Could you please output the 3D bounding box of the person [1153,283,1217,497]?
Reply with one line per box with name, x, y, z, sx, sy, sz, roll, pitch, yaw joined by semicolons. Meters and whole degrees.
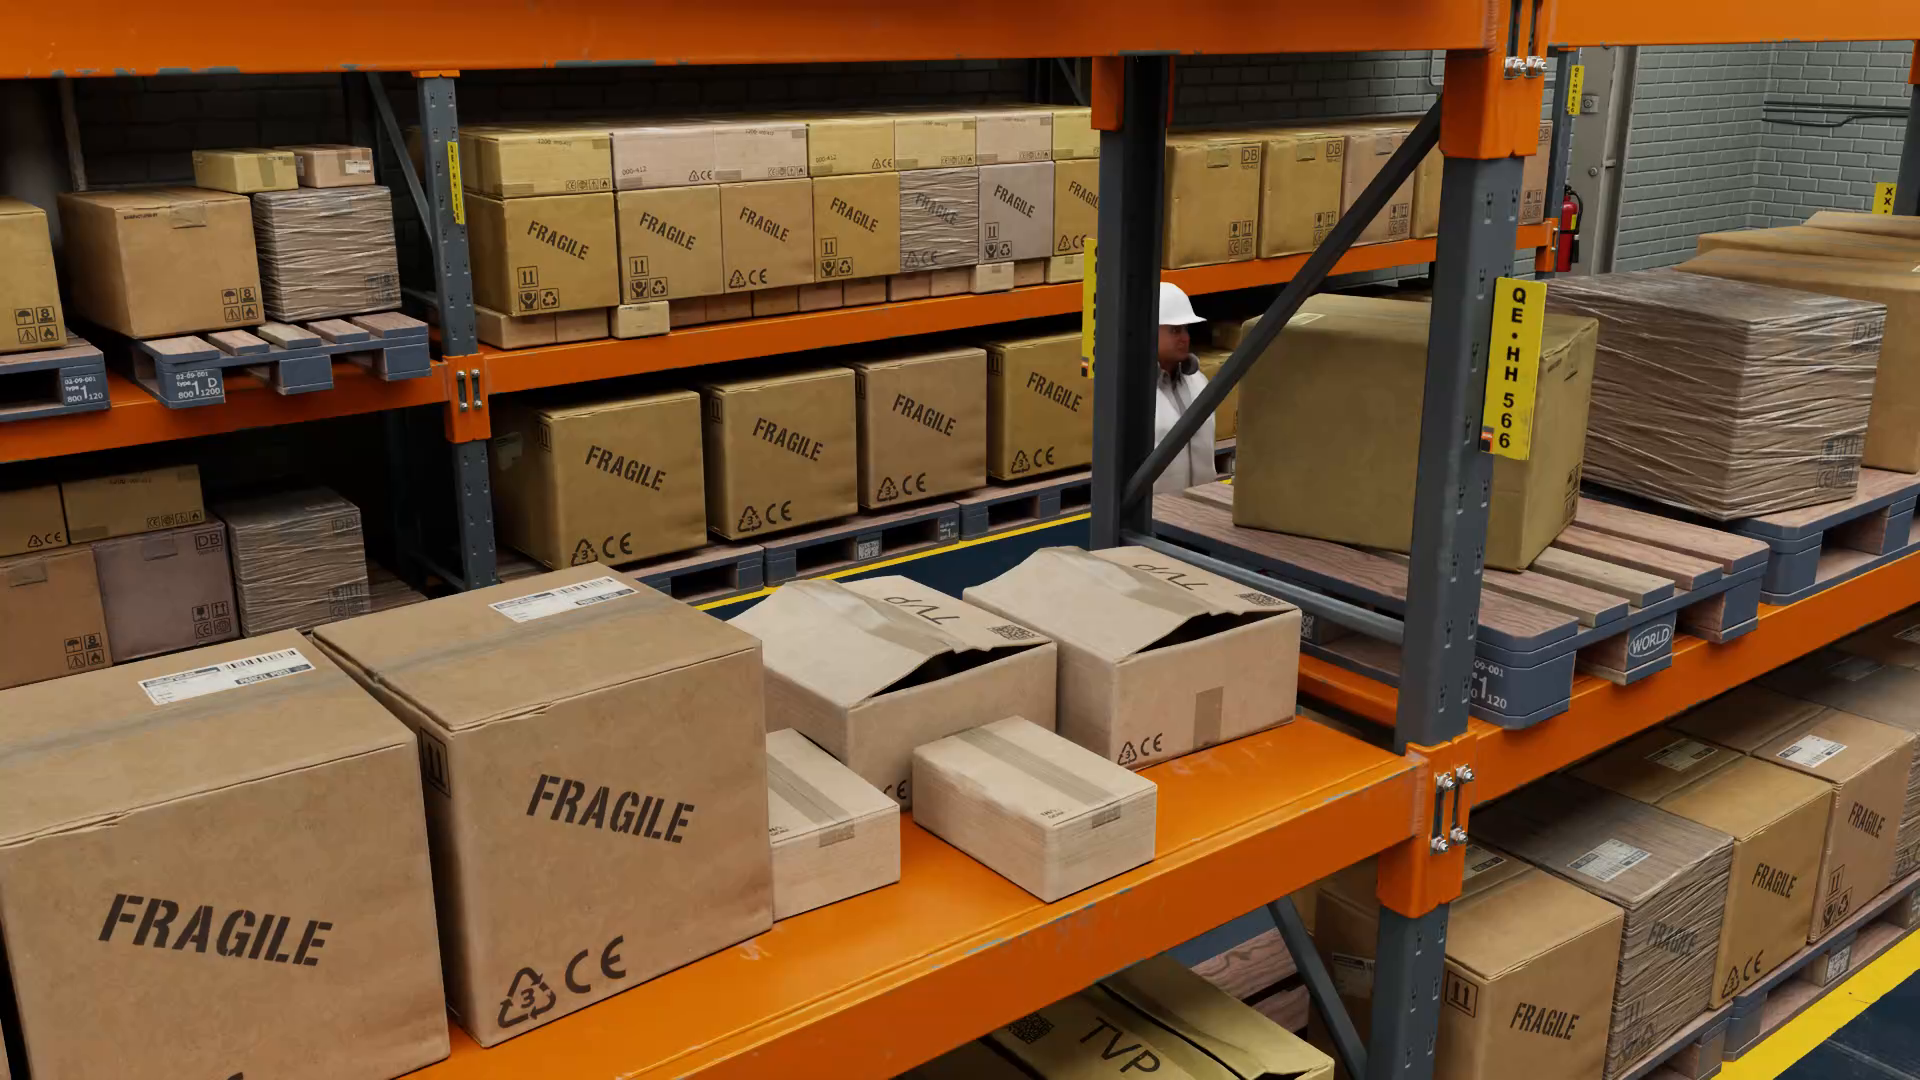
person;0.757;-0.078;6.264;0.531;1.771;0.357;-13;22;-35
